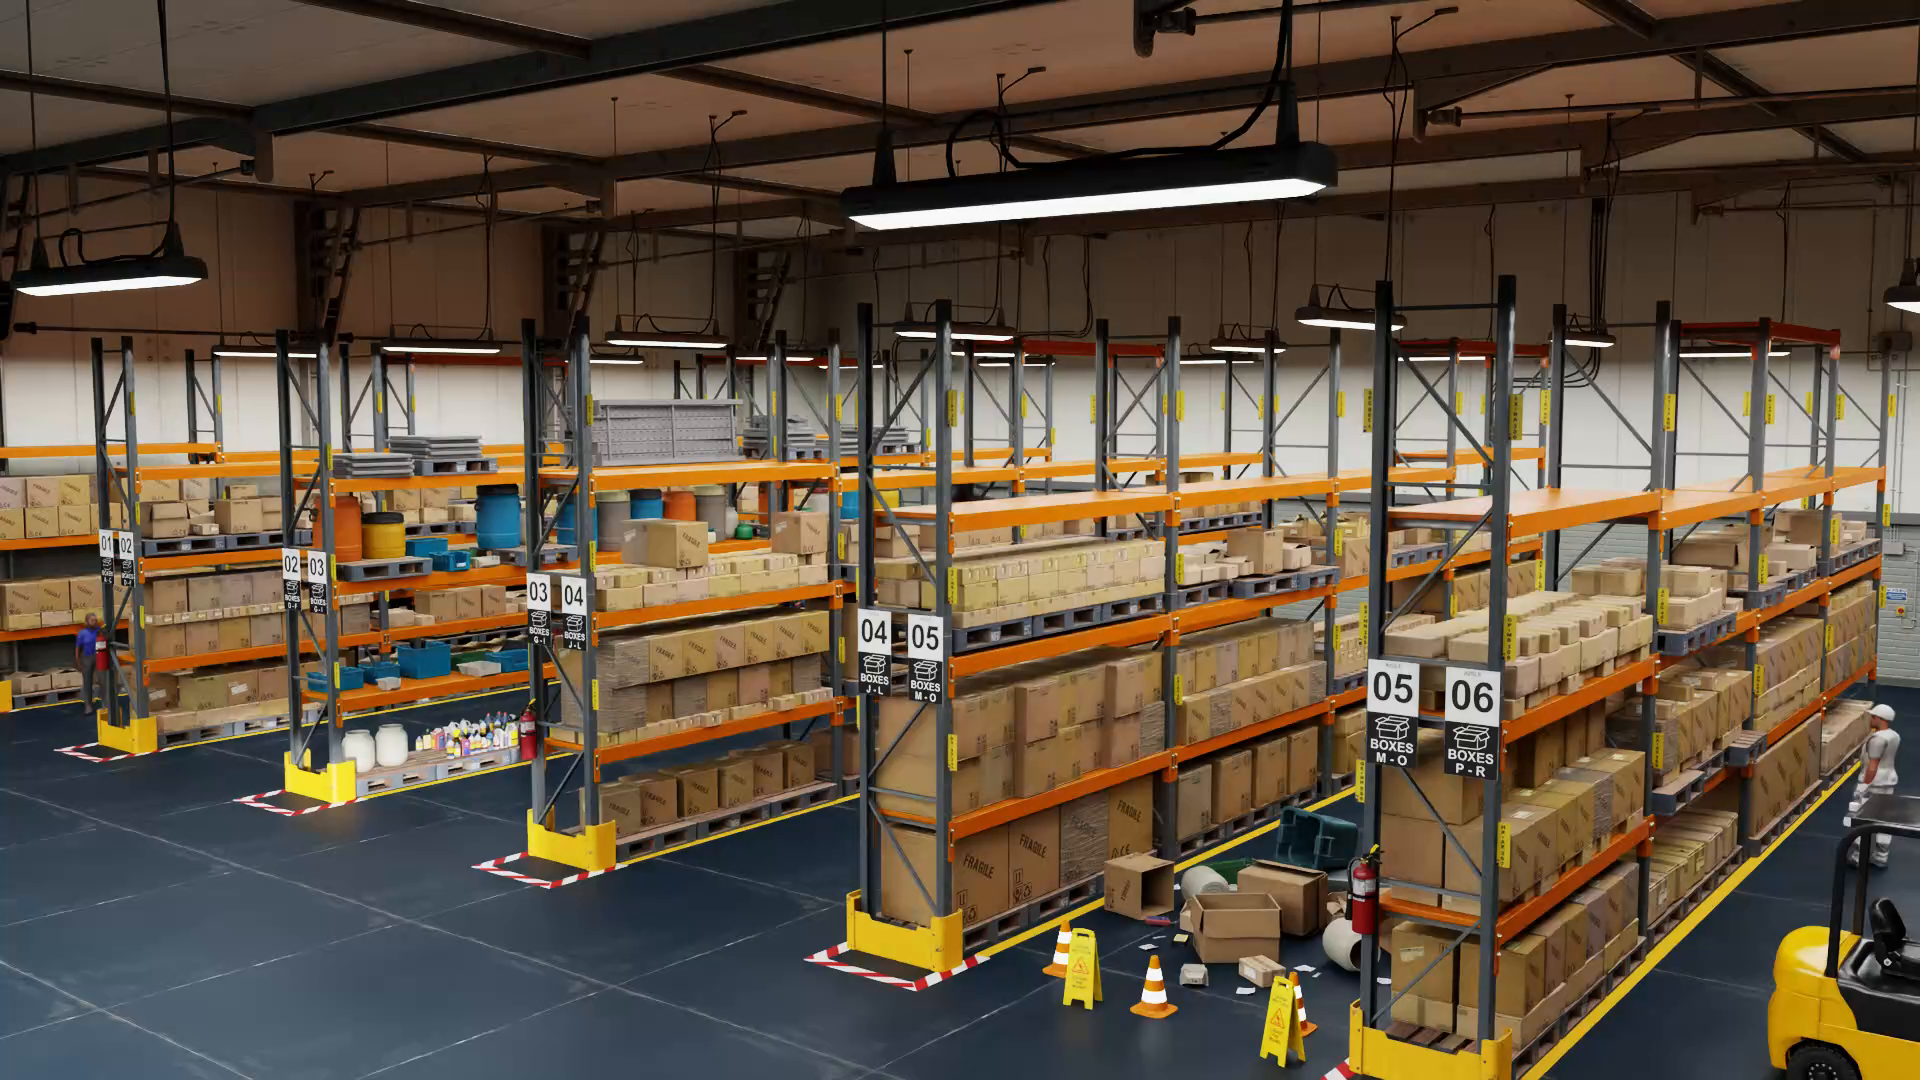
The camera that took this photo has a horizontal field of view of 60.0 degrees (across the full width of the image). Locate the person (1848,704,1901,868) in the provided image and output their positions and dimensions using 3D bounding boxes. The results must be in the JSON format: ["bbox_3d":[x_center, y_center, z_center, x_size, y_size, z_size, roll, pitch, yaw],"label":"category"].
[{"bbox_3d":[10.043,2.693,18.241,0.606,1.794,0.413,-2,5,-17],"label":"person"}]

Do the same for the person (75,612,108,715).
[{"bbox_3d":[-14.059,1.997,27.011,0.542,1.667,0.381,-3,6,-30],"label":"person"}]

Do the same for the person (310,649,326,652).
[{"bbox_3d":[-11.576,1.706,29.861,0.679,1.823,0.574,-3,6,-31],"label":"person"}]
